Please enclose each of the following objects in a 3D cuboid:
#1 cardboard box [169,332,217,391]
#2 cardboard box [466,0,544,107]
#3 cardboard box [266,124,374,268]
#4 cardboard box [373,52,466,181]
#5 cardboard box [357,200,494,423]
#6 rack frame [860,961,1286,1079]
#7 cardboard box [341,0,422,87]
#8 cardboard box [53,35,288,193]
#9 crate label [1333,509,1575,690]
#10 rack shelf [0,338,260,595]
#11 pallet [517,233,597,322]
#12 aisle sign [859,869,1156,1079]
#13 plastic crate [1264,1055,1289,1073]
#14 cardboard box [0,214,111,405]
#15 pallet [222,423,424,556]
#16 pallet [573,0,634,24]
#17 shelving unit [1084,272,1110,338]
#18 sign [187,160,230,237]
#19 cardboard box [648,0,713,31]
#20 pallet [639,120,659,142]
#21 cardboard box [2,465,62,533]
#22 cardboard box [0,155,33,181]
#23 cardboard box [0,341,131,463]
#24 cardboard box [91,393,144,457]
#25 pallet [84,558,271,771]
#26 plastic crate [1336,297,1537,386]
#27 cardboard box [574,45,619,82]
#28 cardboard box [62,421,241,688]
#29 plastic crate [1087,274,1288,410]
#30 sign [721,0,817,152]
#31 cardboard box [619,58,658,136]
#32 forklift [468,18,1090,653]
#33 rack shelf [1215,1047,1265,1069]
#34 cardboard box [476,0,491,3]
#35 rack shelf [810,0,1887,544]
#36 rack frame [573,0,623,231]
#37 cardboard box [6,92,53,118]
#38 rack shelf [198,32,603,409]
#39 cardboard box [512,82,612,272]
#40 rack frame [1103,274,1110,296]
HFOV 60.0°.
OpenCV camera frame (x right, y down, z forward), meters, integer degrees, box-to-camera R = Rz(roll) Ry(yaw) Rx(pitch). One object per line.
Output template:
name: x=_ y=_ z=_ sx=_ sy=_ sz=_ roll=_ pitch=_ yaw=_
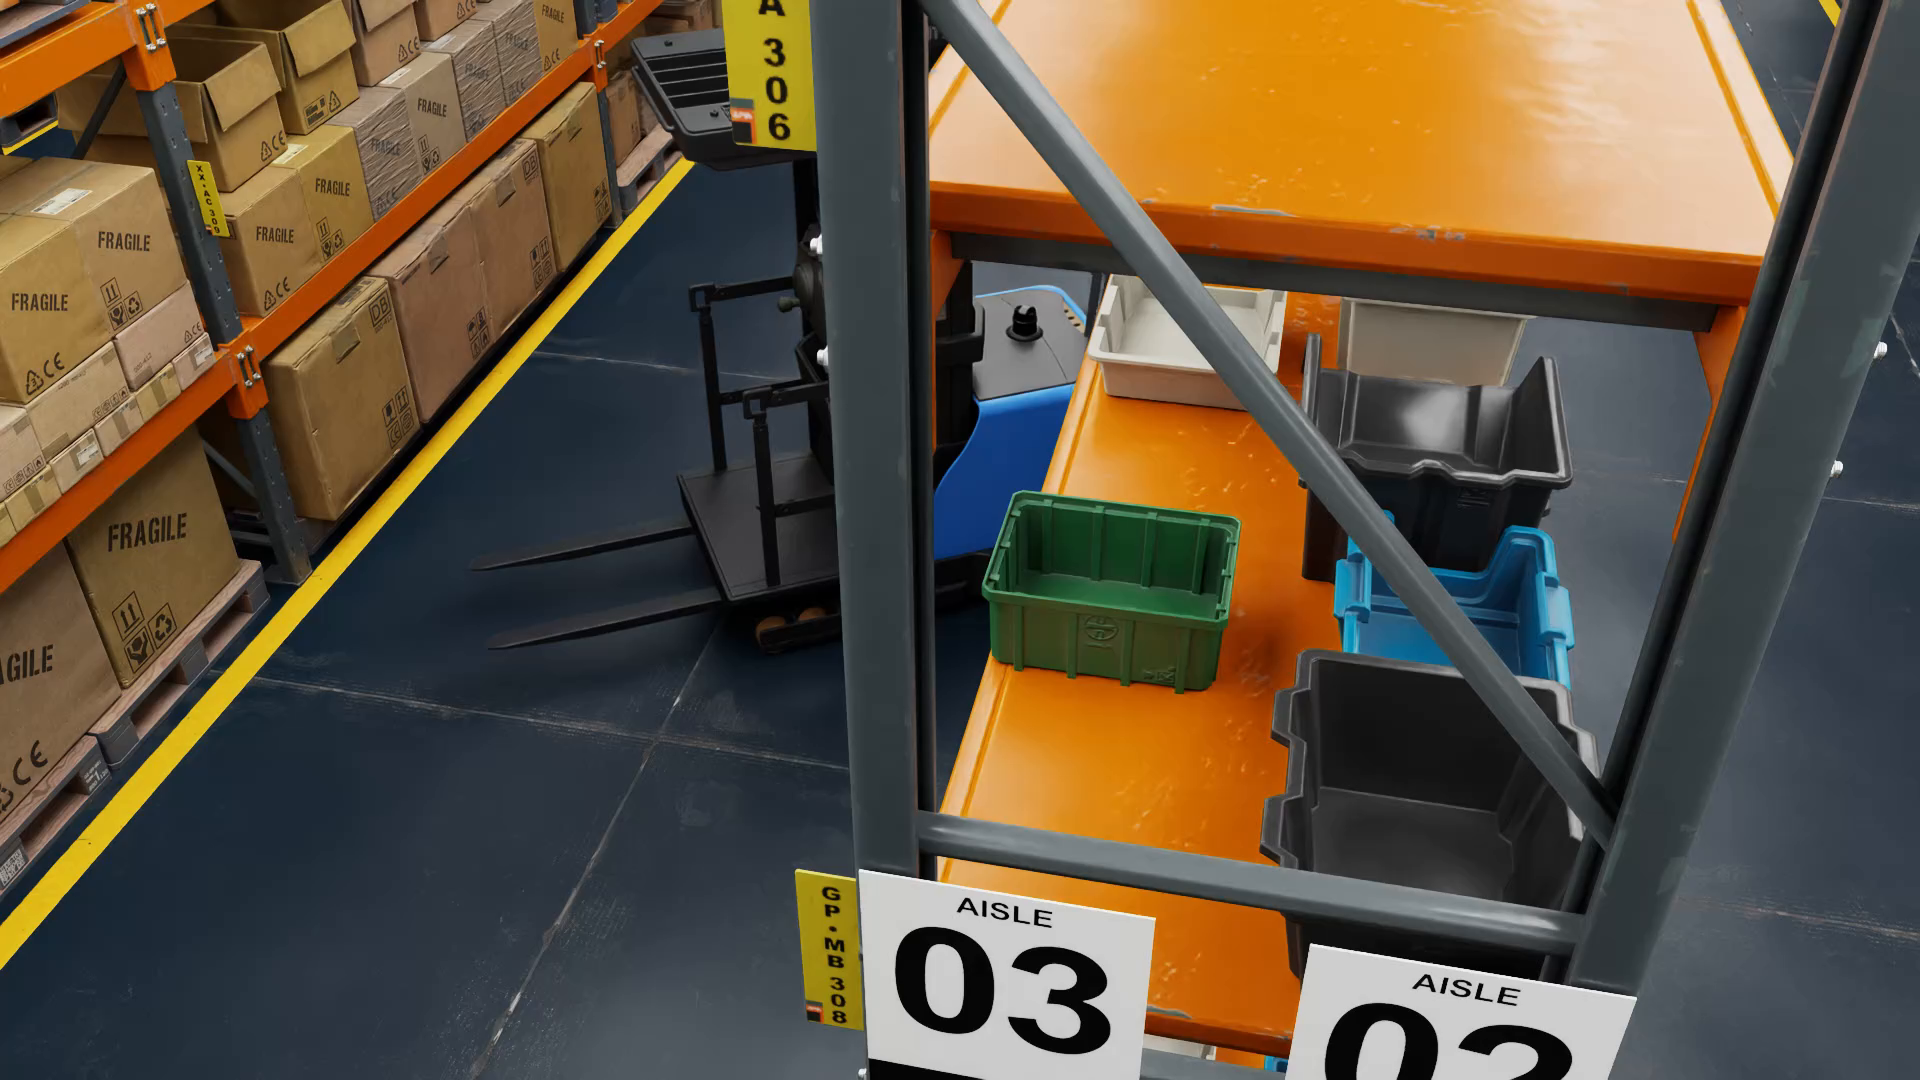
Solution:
cardboard box: x=-3.369 y=-0.767 z=6.967 sx=0.380 sy=0.149 sz=0.250 roll=8 pitch=37 yaw=10
cardboard box: x=-2.745 y=-2.819 z=9.499 sx=0.500 sy=0.500 sz=0.500 roll=7 pitch=37 yaw=10
cardboard box: x=-3.175 y=-1.646 z=7.880 sx=0.500 sy=0.500 sz=0.500 roll=7 pitch=37 yaw=10
cardboard box: x=-2.963 y=-2.230 z=8.685 sx=0.500 sy=0.500 sz=0.500 roll=8 pitch=37 yaw=11
cardboard box: x=-3.317 y=-1.276 z=8.908 sx=1.225 sy=0.875 sz=0.875 roll=6 pitch=36 yaw=8
rack frame: x=0.360 y=1.829 z=3.170 sx=1.000 sy=3.000 sz=0.127 roll=7 pitch=37 yaw=10
cardboard box: x=-3.220 y=-2.649 z=8.409 sx=0.797 sy=0.503 sz=0.637 roll=8 pitch=37 yaw=11
cardboard box: x=-3.496 y=-1.899 z=7.374 sx=0.797 sy=0.503 sz=0.637 roll=6 pitch=36 yaw=9
crate label: x=0.873 y=0.187 z=3.007 sx=0.408 sy=0.251 sz=0.502 roll=7 pitch=37 yaw=10
rack shelf: x=-4.051 y=0.353 z=5.820 sx=1.077 sy=0.370 sz=4.000 roll=7 pitch=37 yaw=10
pallet: x=-3.012 y=-1.806 z=10.562 sx=1.003 sy=0.211 sz=1.213 roll=7 pitch=37 yaw=10
aisle sign: x=0.059 y=0.781 z=2.401 sx=0.394 sy=0.787 sz=0.004 roll=7 pitch=37 yaw=10
plastic crate: x=0.875 y=1.395 z=3.861 sx=0.416 sy=0.233 sz=0.300 roll=7 pitch=37 yaw=10
cardboard box: x=-3.572 y=-0.864 z=6.122 sx=0.500 sy=0.500 sz=0.500 roll=8 pitch=37 yaw=10
pallet: x=-3.533 y=-0.407 z=8.632 sx=1.003 sy=0.211 sz=1.213 roll=7 pitch=37 yaw=10
pallet: x=-2.722 y=-3.722 z=10.993 sx=1.213 sy=0.211 sz=1.003 roll=7 pitch=37 yaw=10
shelving unit: x=0.893 y=-0.963 z=8.205 sx=0.587 sy=1.500 sz=1.083 roll=10 pitch=37 yaw=6
sign: x=-3.082 y=-1.399 z=6.819 sx=0.100 sy=0.325 sz=0.005 roll=7 pitch=37 yaw=10
cardboard box: x=-2.307 y=-3.896 z=12.825 sx=0.700 sy=0.500 sz=0.500 roll=4 pitch=36 yaw=6
pallet: x=-2.339 y=-3.394 z=12.753 sx=1.003 sy=0.211 sz=1.213 roll=7 pitch=37 yaw=10
cardboard box: x=-3.589 y=-0.177 z=6.152 sx=0.380 sy=0.149 sz=0.250 roll=8 pitch=37 yaw=11
cardboard box: x=-3.976 y=-1.206 z=6.593 sx=0.500 sy=0.500 sz=0.500 roll=7 pitch=37 yaw=10
cardboard box: x=-3.570 y=-0.561 z=6.343 sx=0.500 sy=0.250 sz=0.500 roll=8 pitch=37 yaw=11
cardboard box: x=-3.479 y=-0.472 z=6.560 sx=0.380 sy=0.149 sz=0.250 roll=7 pitch=36 yaw=9
pallet: x=-3.863 y=0.470 z=7.421 sx=1.003 sy=0.211 sz=1.213 roll=7 pitch=37 yaw=10
plastic crate: x=1.135 y=-0.569 z=4.024 sx=0.437 sy=0.282 sz=0.530 roll=7 pitch=37 yaw=10
cardboard box: x=-2.656 y=-3.235 z=11.274 sx=0.500 sy=0.250 sz=0.500 roll=9 pitch=37 yaw=12
cardboard box: x=-3.843 y=-0.026 z=7.183 sx=0.875 sy=0.875 sz=0.875 roll=7 pitch=37 yaw=10
plastic crate: x=0.559 y=-0.494 z=4.045 sx=0.437 sy=0.136 sz=0.530 roll=7 pitch=37 yaw=10
sign: x=-0.181 y=-0.529 z=1.586 sx=0.100 sy=0.325 sz=0.005 roll=7 pitch=37 yaw=10
cardboard box: x=-2.540 y=-3.250 z=11.934 sx=0.700 sy=0.500 sz=0.500 roll=4 pitch=36 yaw=6
forklift: x=-0.749 y=-1.025 z=7.167 sx=3.031 sy=2.935 sz=1.130 roll=-12 pitch=38 yaw=-16
rack shelf: x=0.787 y=0.974 z=4.963 sx=1.077 sy=0.370 sz=4.000 roll=7 pitch=37 yaw=10
cardboard box: x=-2.942 y=-3.407 z=9.455 sx=0.797 sy=0.503 sz=0.637 roll=9 pitch=37 yaw=12
rack shelf: x=0.787 y=-1.293 z=3.320 sx=1.077 sy=0.370 sz=4.000 roll=7 pitch=37 yaw=10
rack frame: x=-2.770 y=-3.378 z=10.355 sx=1.000 sy=3.000 sz=0.127 roll=7 pitch=37 yaw=10
cardboard box: x=-7.376 y=-3.655 z=12.296 sx=1.050 sy=0.750 sz=0.750 roll=7 pitch=36 yaw=9
rack shelf: x=-3.197 y=-1.940 z=8.984 sx=1.077 sy=0.370 sz=4.000 roll=7 pitch=37 yaw=10
cardboard box: x=-2.937 y=-2.295 z=10.313 sx=1.225 sy=0.875 sz=0.875 roll=6 pitch=36 yaw=8
rack frame: x=0.994 y=-1.262 z=8.616 sx=0.500 sy=1.500 sz=0.032 roll=10 pitch=37 yaw=6
